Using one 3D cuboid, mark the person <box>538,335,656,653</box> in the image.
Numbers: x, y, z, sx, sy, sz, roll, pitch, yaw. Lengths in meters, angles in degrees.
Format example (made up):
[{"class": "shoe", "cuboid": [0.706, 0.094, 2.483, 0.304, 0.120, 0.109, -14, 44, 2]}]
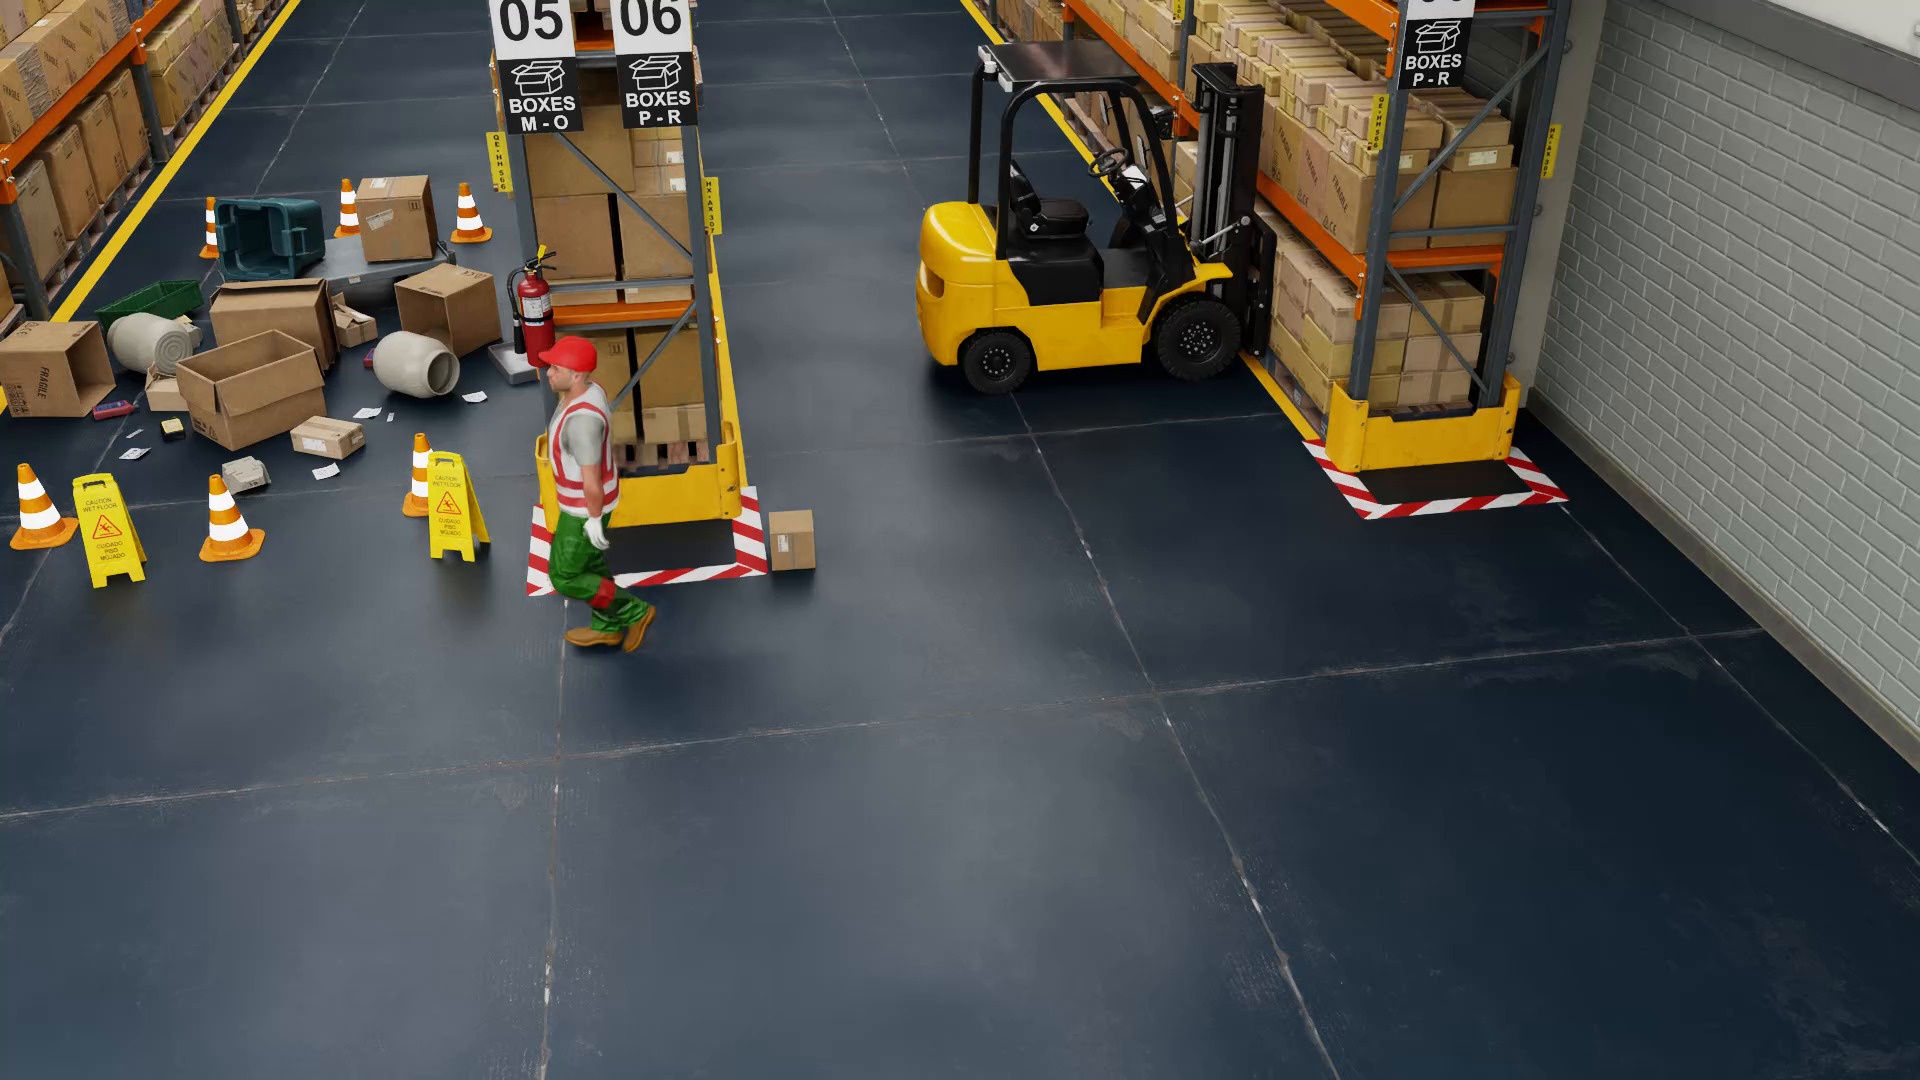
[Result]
[{"class": "person", "cuboid": [-1.853, -0.199, 8.404, 0.513, 1.780, 0.544, -5, 31, -8]}]
